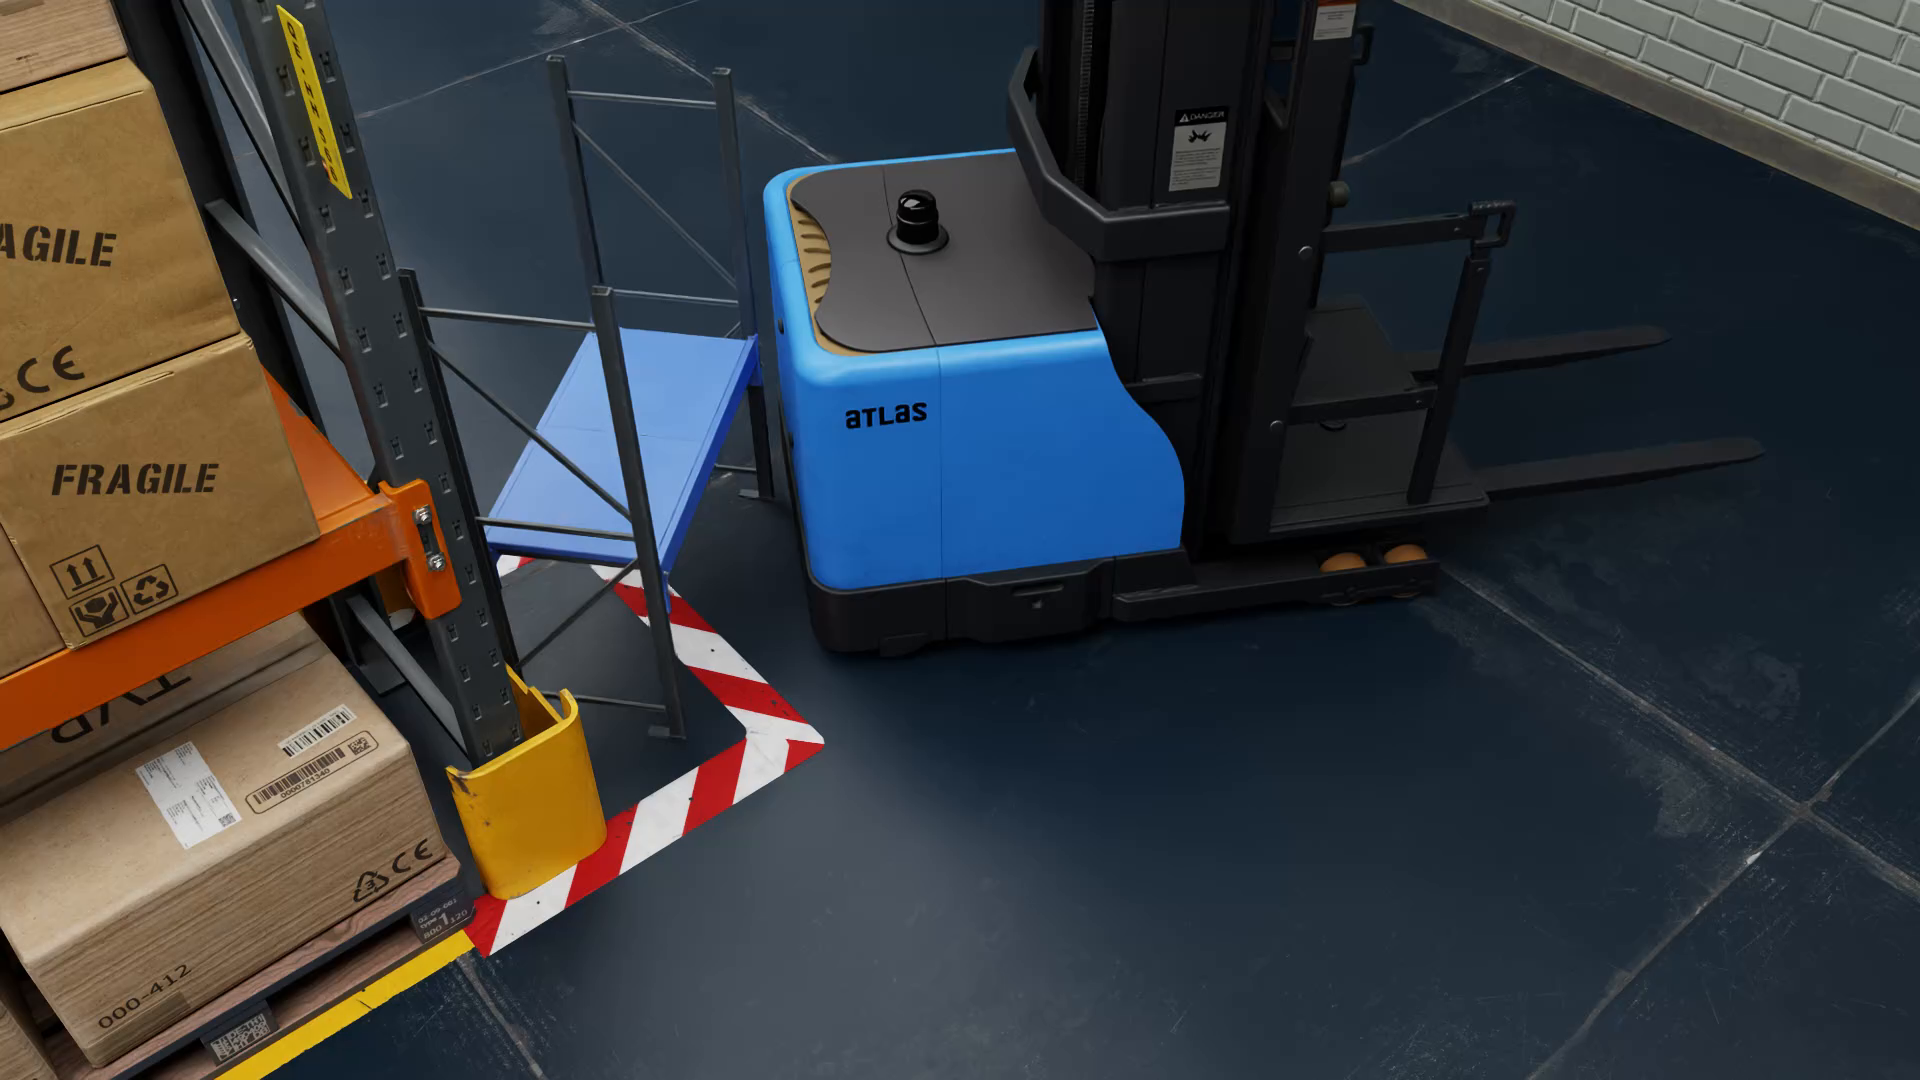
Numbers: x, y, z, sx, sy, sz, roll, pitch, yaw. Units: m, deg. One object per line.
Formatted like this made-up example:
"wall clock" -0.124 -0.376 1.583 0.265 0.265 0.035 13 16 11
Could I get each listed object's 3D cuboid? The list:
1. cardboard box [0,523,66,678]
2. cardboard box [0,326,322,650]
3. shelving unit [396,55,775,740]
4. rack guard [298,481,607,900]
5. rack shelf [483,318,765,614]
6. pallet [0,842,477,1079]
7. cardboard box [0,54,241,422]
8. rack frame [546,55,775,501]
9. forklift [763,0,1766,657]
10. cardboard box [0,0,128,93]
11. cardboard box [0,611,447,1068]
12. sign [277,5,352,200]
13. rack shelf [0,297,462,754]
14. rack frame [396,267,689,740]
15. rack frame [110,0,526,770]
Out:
"cardboard box" -2.030 0.004 2.981 0.500 0.500 0.500 -31 51 -29
"cardboard box" -1.635 -0.208 3.208 0.500 0.500 0.500 -30 51 -28
"shelving unit" -0.932 -0.368 4.546 0.538 1.500 1.048 6 44 7
"rack guard" -1.416 0.378 4.482 0.348 0.500 1.175 -30 51 -28
"rack shelf" -0.932 -0.237 4.669 0.538 0.185 1.000 6 44 7
"pallet" -1.998 0.886 4.152 1.213 0.211 1.003 -30 51 -28
"cardboard box" -1.652 -0.587 2.880 0.500 0.500 0.500 -28 50 -27
"rack frame" -0.852 -0.712 4.912 0.500 1.500 0.032 6 44 7
"forklift" 0.984 -1.219 4.407 3.031 2.935 1.130 -7 44 -8
"cardboard box" -1.582 -0.897 2.737 0.250 0.149 0.380 -29 50 -27
"cardboard box" -1.877 0.601 3.984 0.875 0.438 0.875 -32 52 -29
"sign" -1.097 -0.740 2.828 0.005 0.325 0.100 -30 51 -28
"rack shelf" -2.969 0.618 2.926 4.000 0.370 1.077 -30 51 -28
"rack frame" -1.012 -0.024 4.180 0.500 1.500 0.032 6 44 7
"rack frame" -1.435 -0.523 3.615 0.127 3.000 1.000 -30 51 -28
